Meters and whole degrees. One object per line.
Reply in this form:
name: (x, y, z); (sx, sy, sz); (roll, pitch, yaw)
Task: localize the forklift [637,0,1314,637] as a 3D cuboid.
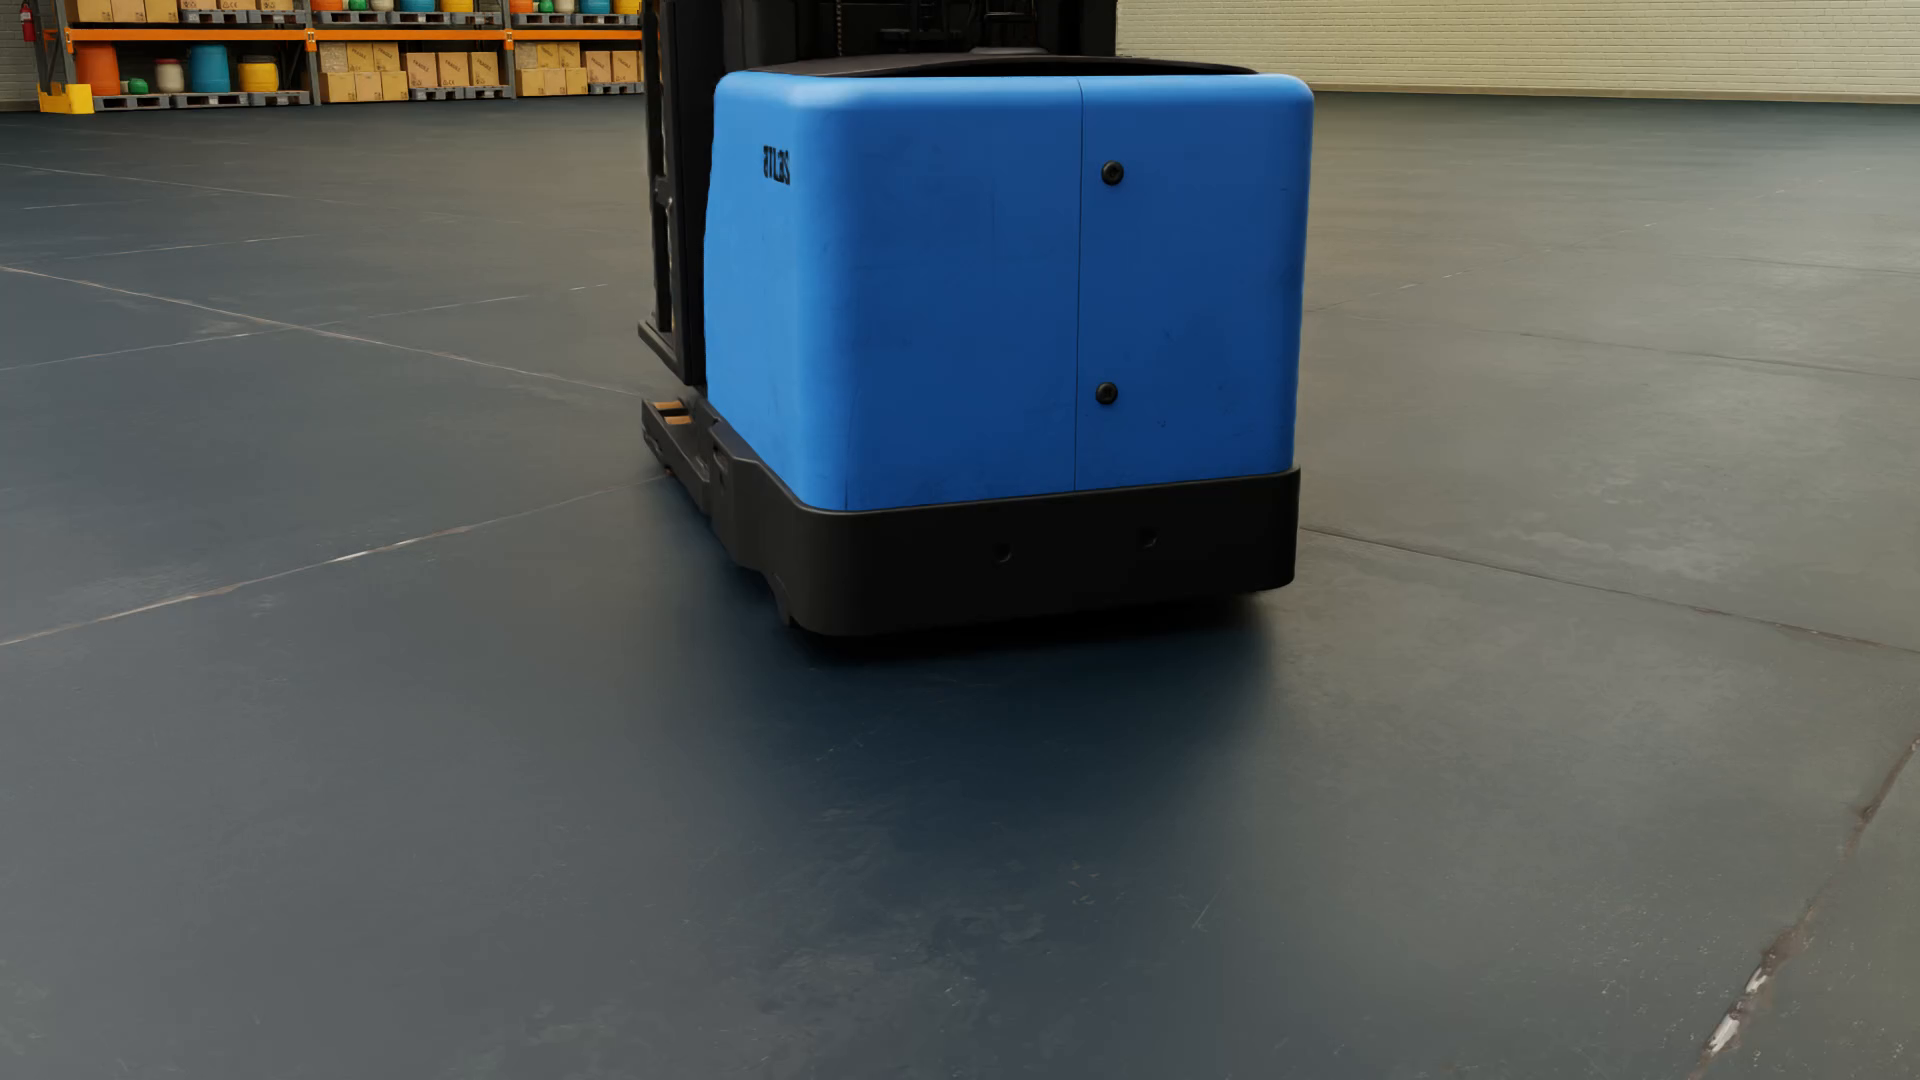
forklift: (-0.264, -1.609, 4.197); (1.130, 2.935, 3.031); (-6, 18, -18)
